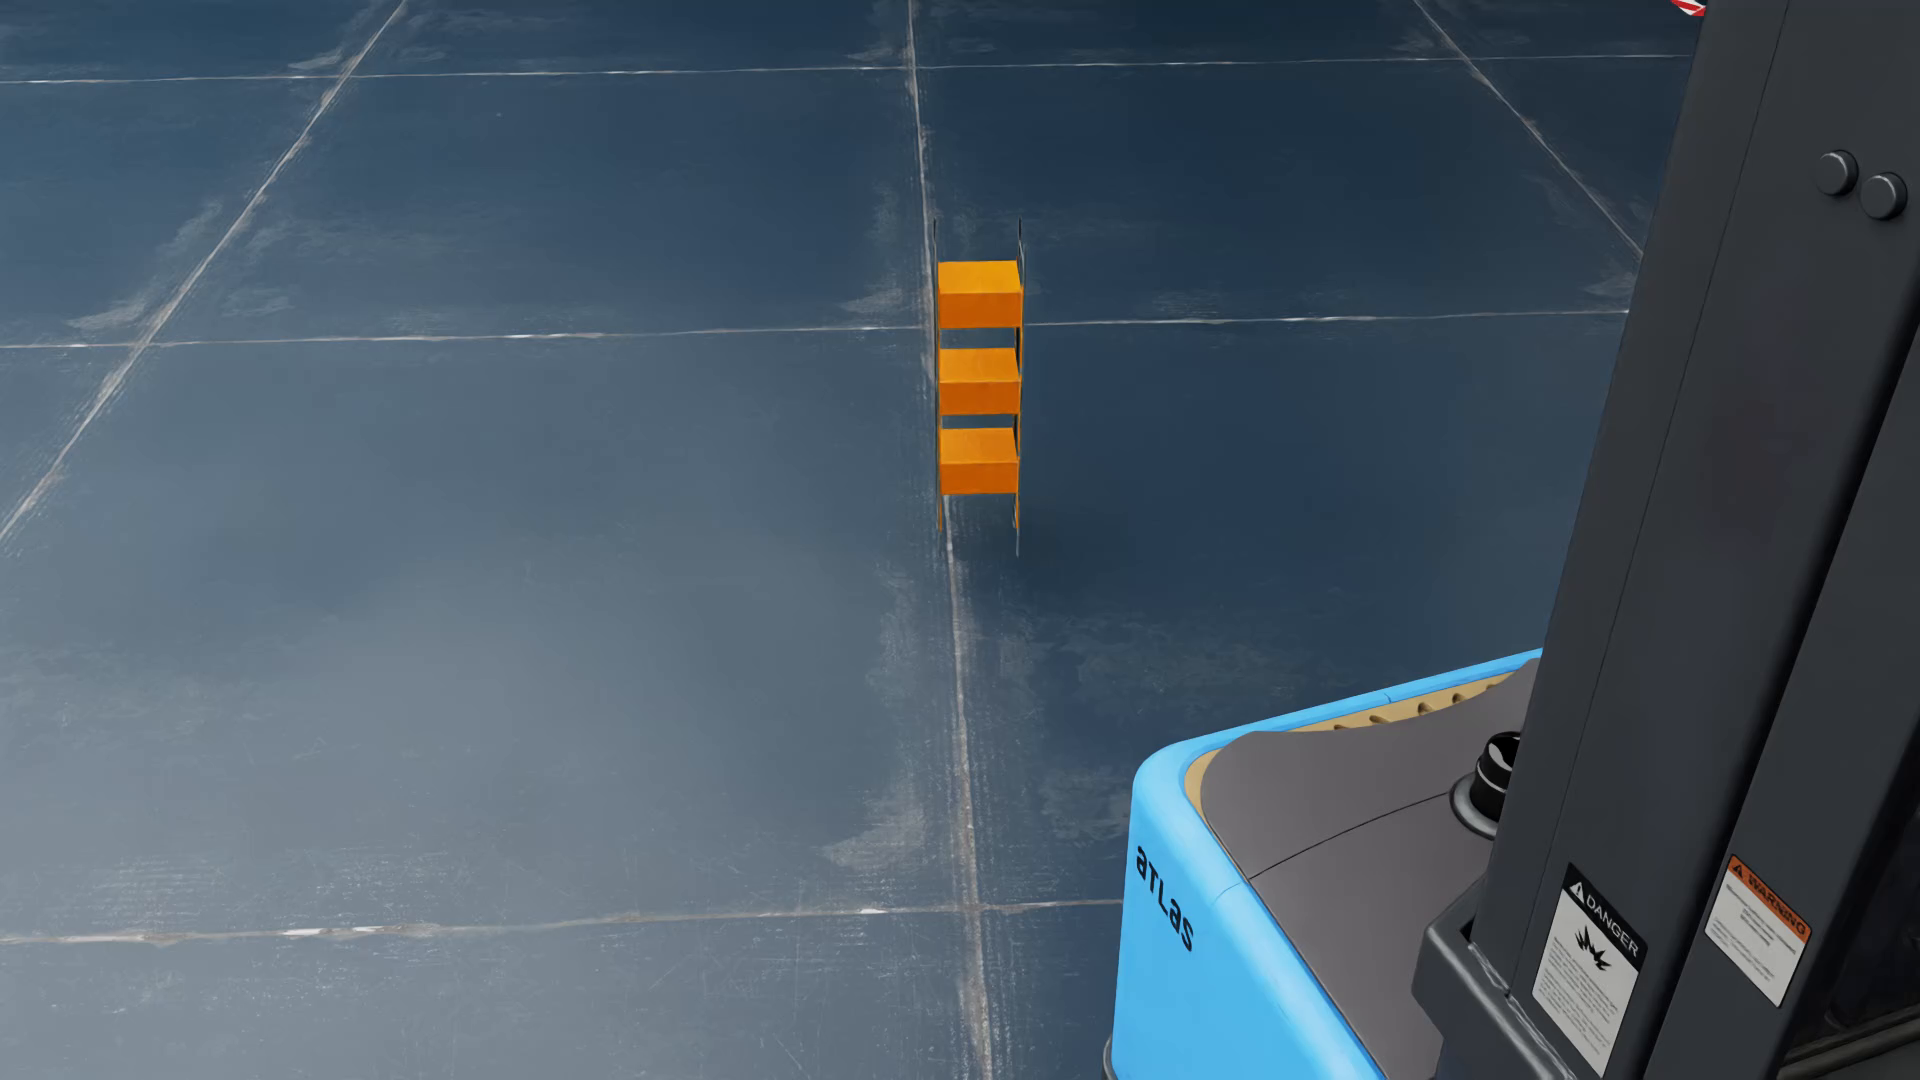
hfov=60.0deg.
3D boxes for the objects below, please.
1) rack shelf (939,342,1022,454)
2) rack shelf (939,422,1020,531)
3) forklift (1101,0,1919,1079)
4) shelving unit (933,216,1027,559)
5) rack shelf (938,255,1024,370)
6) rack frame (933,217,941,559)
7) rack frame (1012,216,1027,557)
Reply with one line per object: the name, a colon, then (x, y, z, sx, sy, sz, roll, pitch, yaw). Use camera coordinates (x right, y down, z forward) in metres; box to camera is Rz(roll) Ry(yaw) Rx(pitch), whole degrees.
rack shelf: (0.053, -0.424, 4.959, 0.240, 0.259, 0.215, -2, 35, -2)
rack shelf: (0.053, -0.196, 5.118, 0.240, 0.259, 0.215, -2, 35, -2)
forklift: (1.268, 0.731, 1.619, 1.130, 2.935, 3.031, -12, 36, -17)
shelving unit: (0.053, -0.433, 4.953, 0.252, 1.050, 0.215, -2, 35, -2)
rack shelf: (0.053, -0.658, 4.798, 0.240, 0.259, 0.215, -2, 35, -2)
rack frame: (-0.068, -0.430, 4.949, 0.008, 1.050, 0.200, -2, 35, -2)
rack frame: (0.175, -0.436, 4.958, 0.008, 1.050, 0.200, -2, 35, -2)
